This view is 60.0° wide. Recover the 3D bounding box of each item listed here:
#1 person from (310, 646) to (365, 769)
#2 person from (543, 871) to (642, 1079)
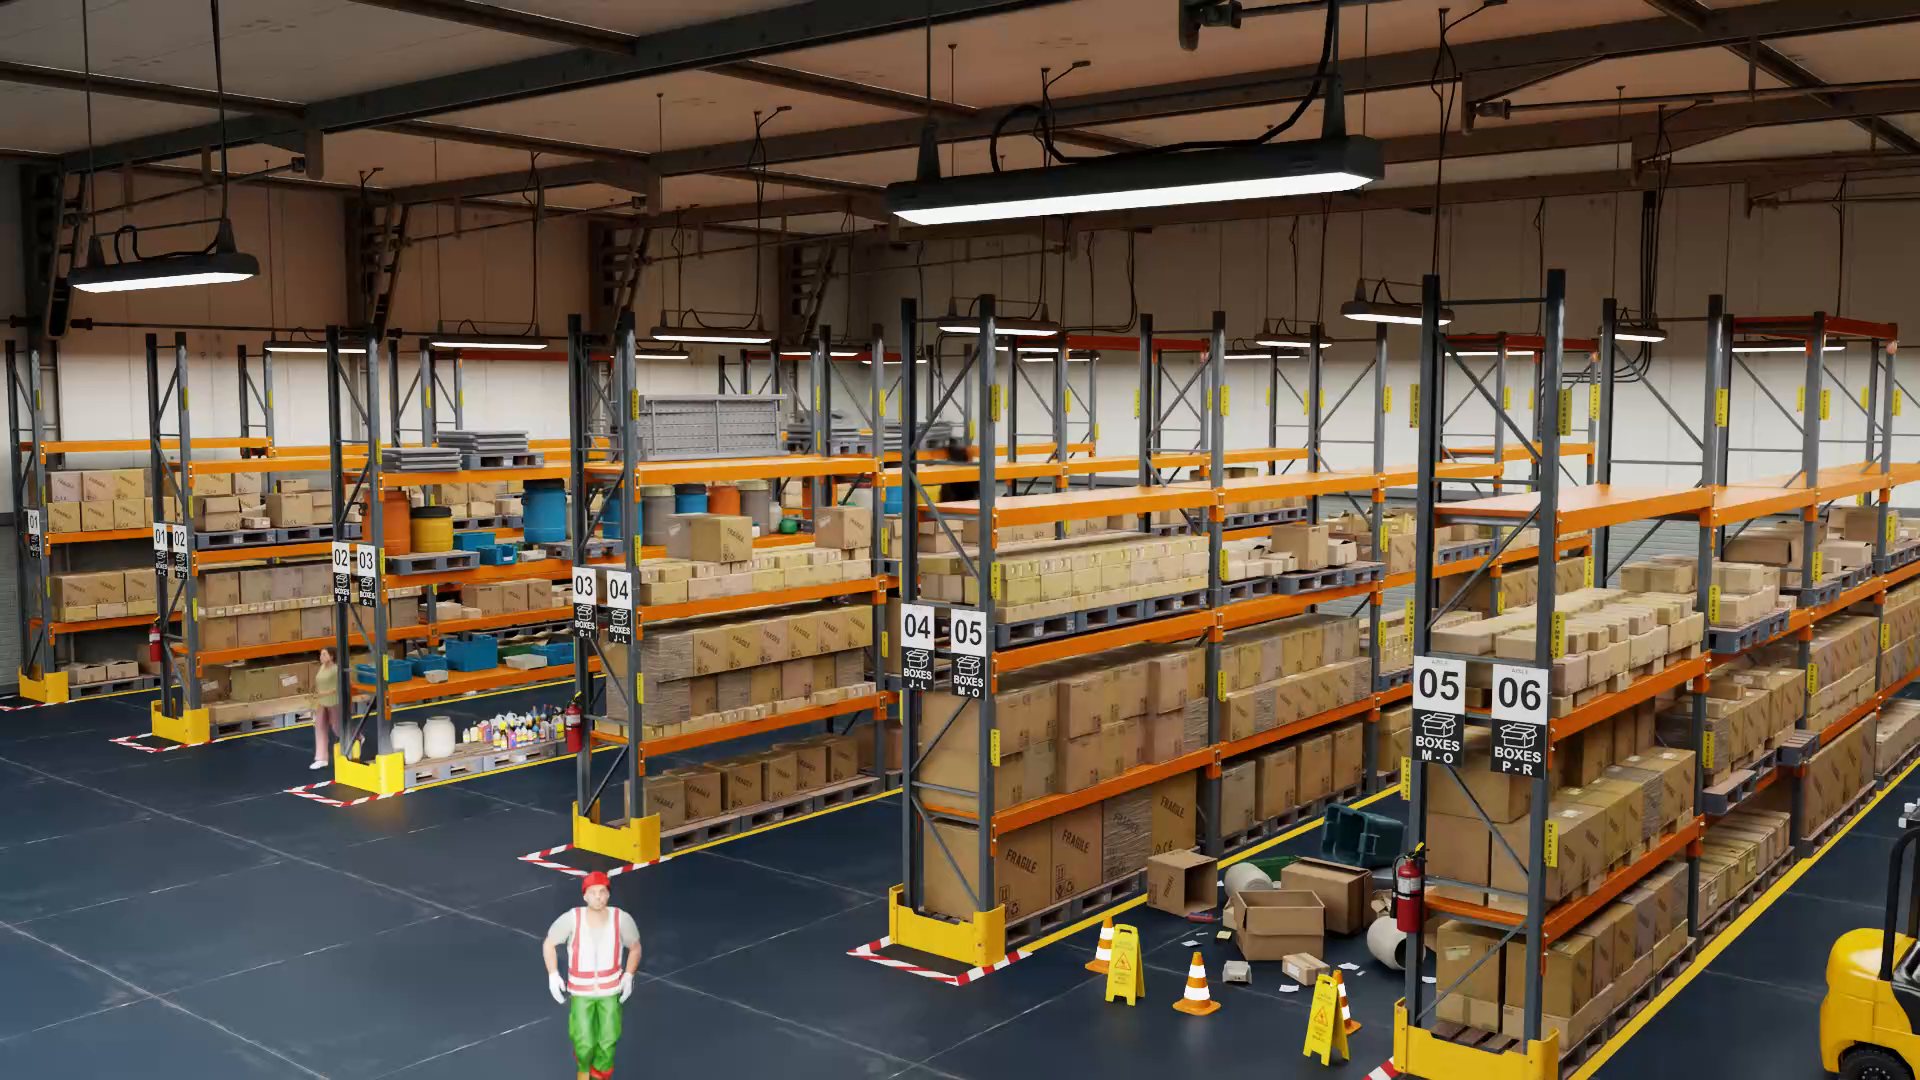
[{"bbox_3d":[-8.611,2.259,22.870,0.600,1.646,0.919,3,6,29],"label":"person"},{"bbox_3d":[-2.618,3.231,11.906,0.690,1.751,0.549,-1,5,-15],"label":"person"}]
